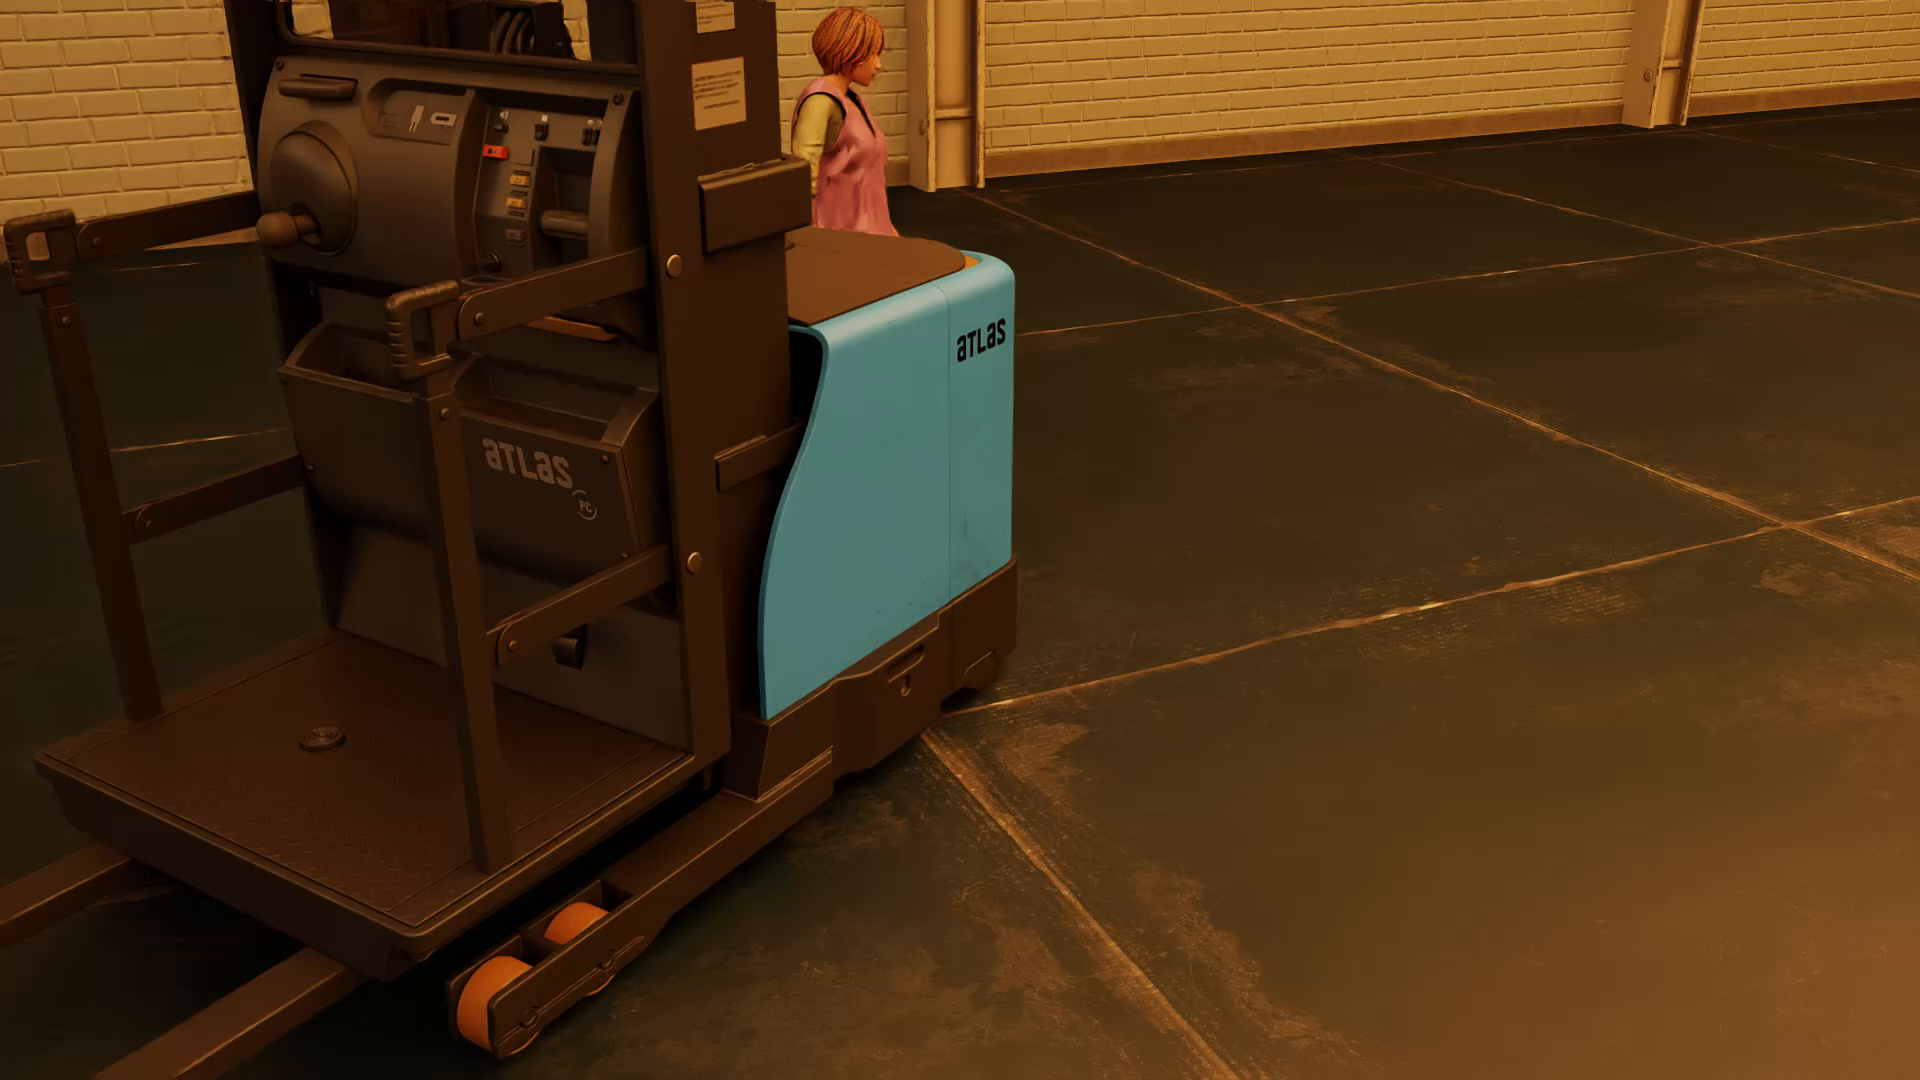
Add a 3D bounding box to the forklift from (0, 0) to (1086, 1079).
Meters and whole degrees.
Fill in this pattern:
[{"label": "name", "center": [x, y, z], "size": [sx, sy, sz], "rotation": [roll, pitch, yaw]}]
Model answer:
[{"label": "forklift", "center": [-0.882, -0.767, 3.133], "size": [1.130, 2.935, 3.031], "rotation": [14, 26, 30]}]
